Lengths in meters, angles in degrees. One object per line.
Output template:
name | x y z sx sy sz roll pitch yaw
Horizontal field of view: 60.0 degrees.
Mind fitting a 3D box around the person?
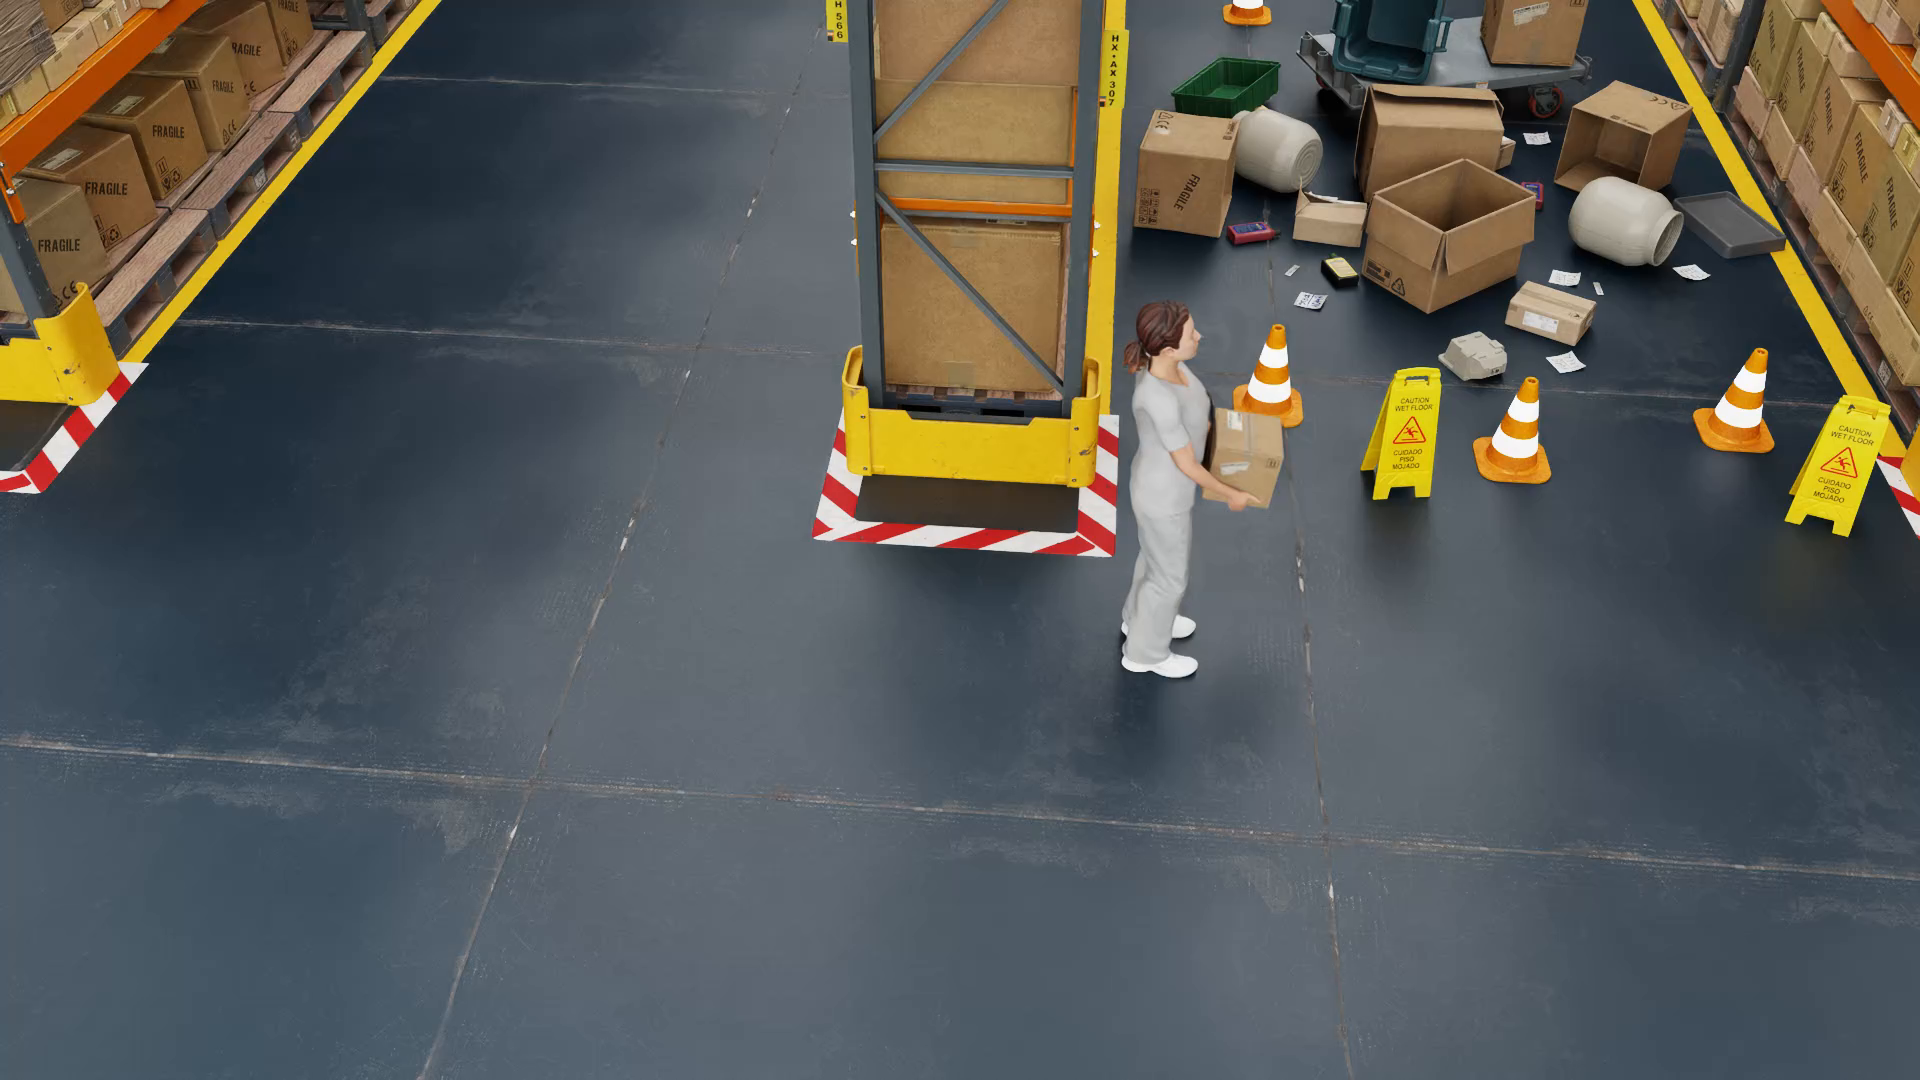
person | 0.860 -0.183 6.384 0.558 1.664 0.436 4 40 5
